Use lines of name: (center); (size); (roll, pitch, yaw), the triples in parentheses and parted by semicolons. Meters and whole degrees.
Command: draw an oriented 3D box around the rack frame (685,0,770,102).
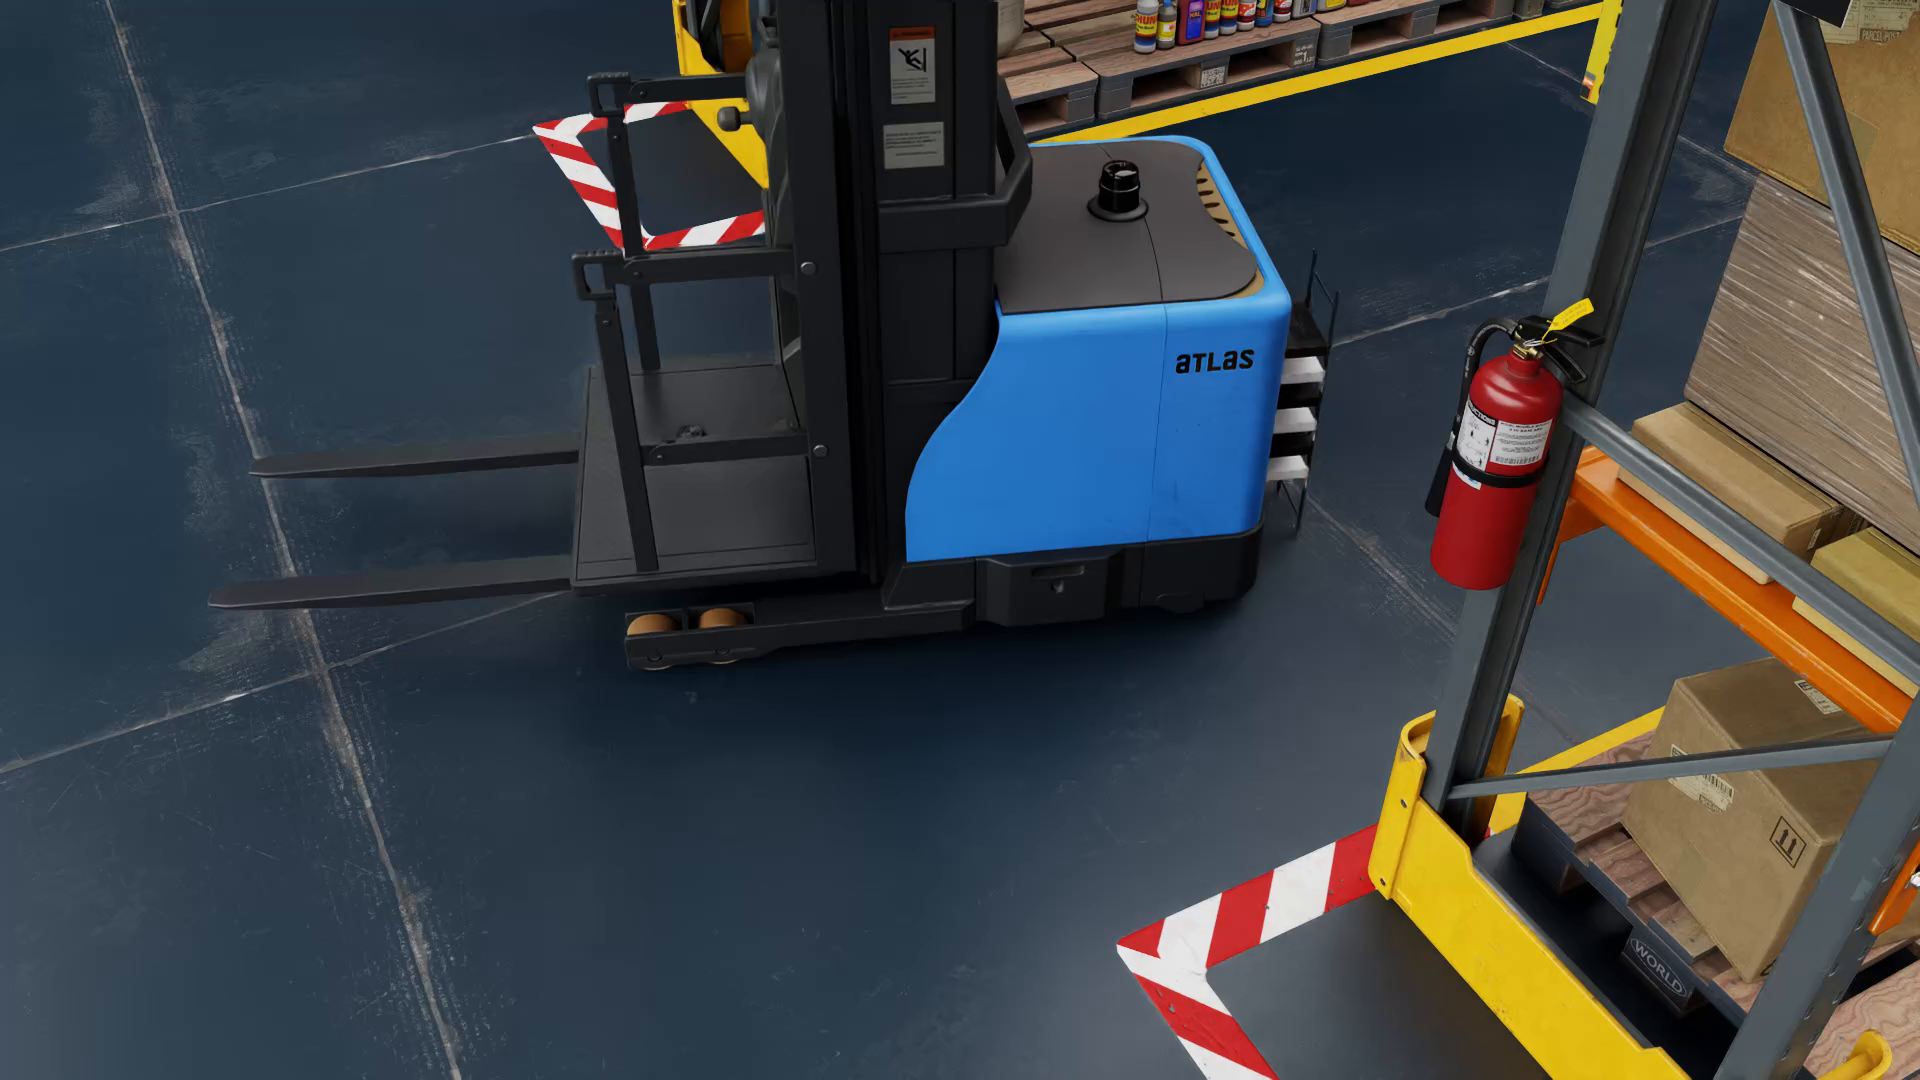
rack frame: (-0.914, -2.843, 6.287); (0.127, 3.000, 1.000); (-19, 44, -21)

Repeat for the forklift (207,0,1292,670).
forklift: (-0.666, -1.107, 4.289); (3.031, 2.935, 1.130); (-5, 40, -6)

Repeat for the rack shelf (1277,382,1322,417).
rack shelf: (0.952, -0.466, 5.016); (0.200, 0.077, 0.258); (-5, 40, -6)

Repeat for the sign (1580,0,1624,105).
sign: (1.135, -0.892, 2.841); (0.005, 0.325, 0.100); (-19, 44, -21)

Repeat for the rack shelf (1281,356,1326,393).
rack shelf: (0.952, -0.534, 4.958); (0.200, 0.077, 0.258); (-5, 40, -6)

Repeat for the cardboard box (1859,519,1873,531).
cardboard box: (1.753, -0.187, 3.343); (0.250, 0.149, 0.380); (-19, 44, -21)

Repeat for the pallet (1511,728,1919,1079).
pallet: (2.178, 0.814, 4.124); (1.213, 0.211, 1.003); (-19, 44, -21)

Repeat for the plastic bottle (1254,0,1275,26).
plastic bottle: (1.410, -2.525, 7.682); (0.097, 0.271, 0.097); (0, 40, 0)

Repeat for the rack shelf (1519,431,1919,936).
rack shelf: (3.147, -0.327, 3.872); (4.000, 0.370, 1.077); (-19, 44, -21)

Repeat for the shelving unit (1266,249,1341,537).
shelving unit: (0.952, -0.423, 5.053); (0.210, 0.900, 0.258); (-5, 40, -6)

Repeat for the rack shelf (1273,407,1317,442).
rack shelf: (0.952, -0.397, 5.074); (0.200, 0.077, 0.258); (-5, 40, -6)

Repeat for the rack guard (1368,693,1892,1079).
rack guard: (1.441, 0.926, 3.769); (0.348, 0.500, 1.175); (-19, 44, -21)

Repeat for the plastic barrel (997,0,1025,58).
plastic barrel: (0.079, -2.444, 7.416); (0.421, 0.512, 0.421); (0, 40, 0)

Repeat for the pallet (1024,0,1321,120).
pallet: (0.935, -2.429, 7.957); (1.213, 0.211, 1.003); (-19, 44, -21)

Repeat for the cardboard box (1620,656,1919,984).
cardboard box: (1.935, 0.612, 3.815); (0.500, 0.500, 0.500); (-11, 41, -13)

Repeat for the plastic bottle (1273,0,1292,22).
plastic bottle: (1.501, -2.529, 7.741); (0.097, 0.201, 0.097); (0, 40, 0)

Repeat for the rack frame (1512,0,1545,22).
rack frame: (2.633, -4.037, 7.697); (0.127, 3.000, 1.000); (-19, 44, -21)

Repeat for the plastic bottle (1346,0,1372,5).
plastic bottle: (1.900, -2.681, 7.857); (0.133, 0.283, 0.061); (-16, 43, -18)

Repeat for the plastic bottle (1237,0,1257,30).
plastic bottle: (1.318, -2.467, 7.668); (0.097, 0.201, 0.097); (0, 40, 0)

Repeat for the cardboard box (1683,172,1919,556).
cardboard box: (1.874, -0.305, 2.981); (0.500, 0.500, 0.875); (-19, 44, -21)

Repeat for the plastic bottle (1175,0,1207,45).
plastic bottle: (1.047, -2.394, 7.518); (0.133, 0.283, 0.061); (-18, 43, -20)

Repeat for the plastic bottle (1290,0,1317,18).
plastic bottle: (1.593, -2.608, 7.777); (0.135, 0.276, 0.152); (-18, 43, -20)

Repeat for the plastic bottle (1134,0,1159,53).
plastic bottle: (0.838, -2.332, 7.455); (0.097, 0.271, 0.097); (0, 40, 0)

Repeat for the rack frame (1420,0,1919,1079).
rack frame: (1.374, -0.005, 2.934); (0.127, 3.000, 1.000); (-19, 44, -21)

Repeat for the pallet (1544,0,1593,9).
pallet: (3.312, -3.229, 8.902); (1.213, 0.211, 1.003); (-19, 44, -21)

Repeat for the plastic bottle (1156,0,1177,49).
plastic bottle: (0.929, -2.336, 7.514); (0.097, 0.201, 0.097); (0, 40, 0)

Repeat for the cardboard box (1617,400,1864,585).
cardboard box: (1.531, -0.112, 3.256); (0.250, 0.149, 0.380); (-19, 44, -21)

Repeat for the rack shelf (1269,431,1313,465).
rack shelf: (0.952, -0.328, 5.132); (0.200, 0.077, 0.258); (-5, 40, -6)

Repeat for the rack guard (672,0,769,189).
rack guard: (-0.869, -1.939, 7.153); (0.348, 0.500, 1.175); (-19, 44, -21)

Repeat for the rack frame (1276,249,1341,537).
rack frame: (1.053, -0.431, 5.063); (0.006, 0.900, 0.240); (-5, 40, -6)

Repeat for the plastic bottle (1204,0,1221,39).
plastic bottle: (1.142, -2.435, 7.576); (0.097, 0.271, 0.097); (0, 40, 0)

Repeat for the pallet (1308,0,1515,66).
pallet: (2.018, -2.796, 8.390); (1.213, 0.211, 1.003); (-19, 44, -21)

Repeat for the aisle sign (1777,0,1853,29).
aisle sign: (1.180, -1.151, 2.276); (0.004, 0.787, 0.394); (-19, 44, -21)

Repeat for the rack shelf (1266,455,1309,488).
rack shelf: (0.952, -0.260, 5.190); (0.200, 0.077, 0.258); (-5, 40, -6)

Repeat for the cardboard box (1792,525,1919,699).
cardboard box: (1.736, 0.142, 2.955); (0.250, 0.149, 0.380); (-19, 44, -21)

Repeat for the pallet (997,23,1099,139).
pallet: (-0.146, -2.068, 7.530); (1.213, 0.211, 1.003); (-19, 44, -21)

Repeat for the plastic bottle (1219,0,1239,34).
plastic bottle: (1.230, -2.464, 7.611); (0.097, 0.271, 0.097); (0, 40, 0)

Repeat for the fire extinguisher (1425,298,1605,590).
fire extinguisher: (1.059, -0.205, 3.231); (0.183, 0.674, 0.296); (-19, 44, -21)

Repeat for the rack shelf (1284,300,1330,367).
rack shelf: (0.952, -0.603, 4.900); (0.200, 0.077, 0.258); (-5, 40, -6)

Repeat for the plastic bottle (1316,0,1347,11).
plastic bottle: (1.739, -2.683, 7.807); (0.185, 0.351, 0.144); (-19, 44, -21)

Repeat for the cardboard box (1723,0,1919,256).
cardboard box: (1.747, -0.844, 2.844); (0.500, 0.500, 0.500); (-19, 44, -21)
